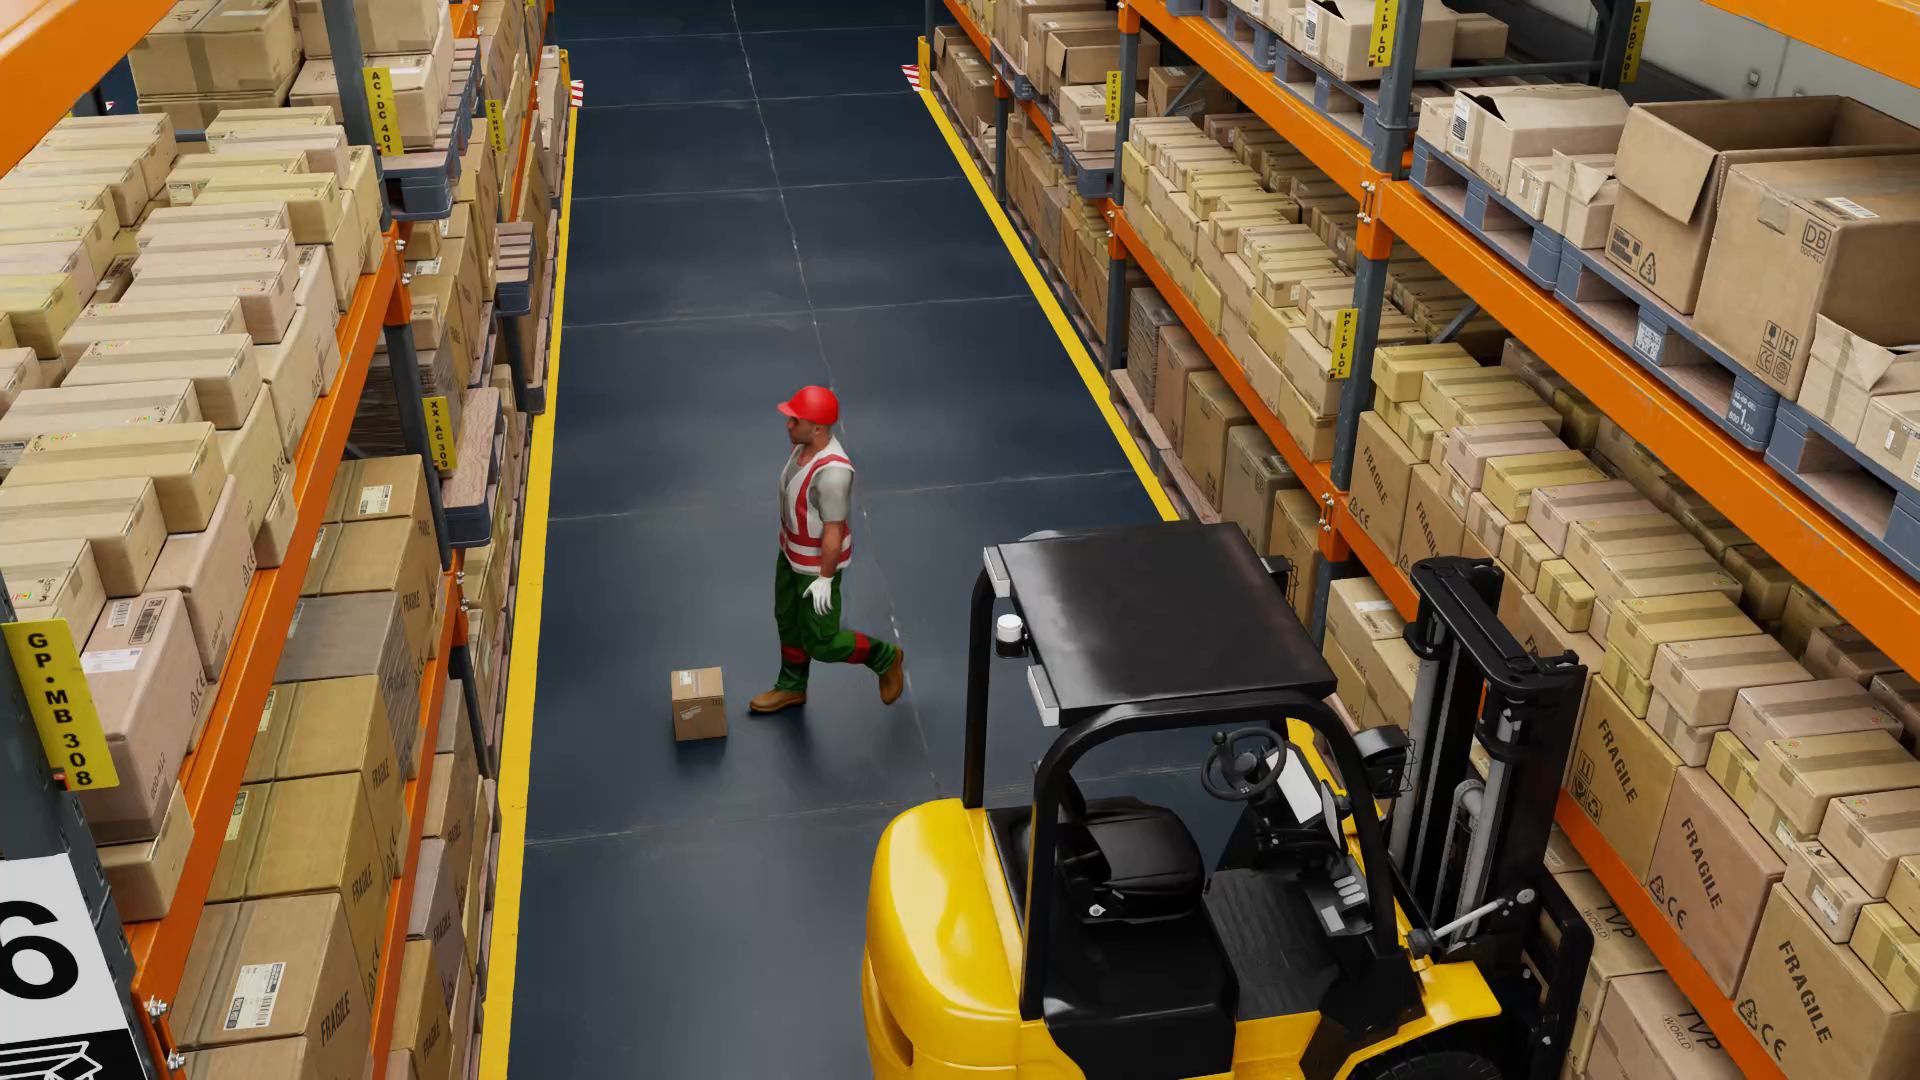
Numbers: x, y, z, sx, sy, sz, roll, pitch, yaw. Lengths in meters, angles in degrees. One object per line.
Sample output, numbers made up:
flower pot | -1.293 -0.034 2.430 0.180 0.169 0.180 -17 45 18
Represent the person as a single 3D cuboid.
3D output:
person | -0.659 0.081 7.968 0.754 1.776 0.571 -14 33 -22
